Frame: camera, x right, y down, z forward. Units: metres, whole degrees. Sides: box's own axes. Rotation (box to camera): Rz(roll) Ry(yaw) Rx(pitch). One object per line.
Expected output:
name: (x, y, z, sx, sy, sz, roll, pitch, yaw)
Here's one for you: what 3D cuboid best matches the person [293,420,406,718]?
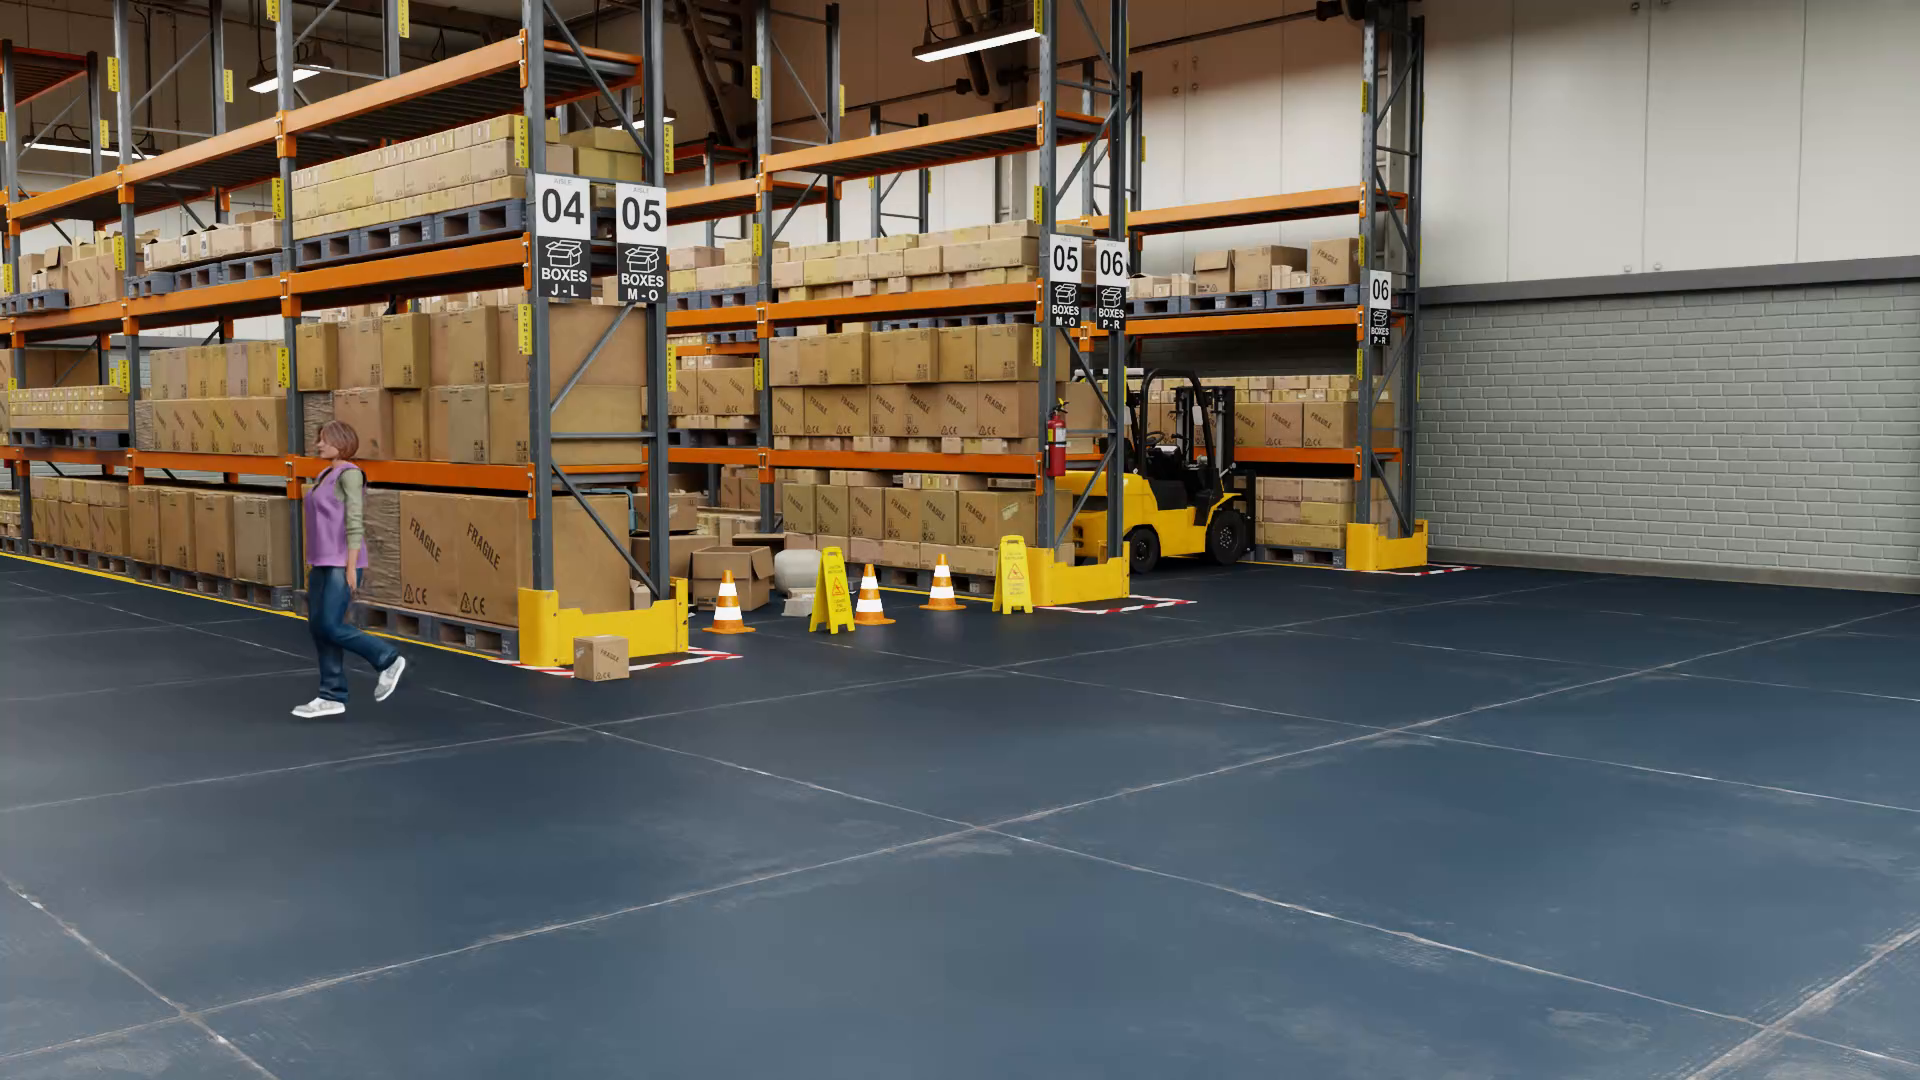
person: (-3.302, 0.156, 8.942, 0.572, 1.570, 0.417, -4, 6, -42)
